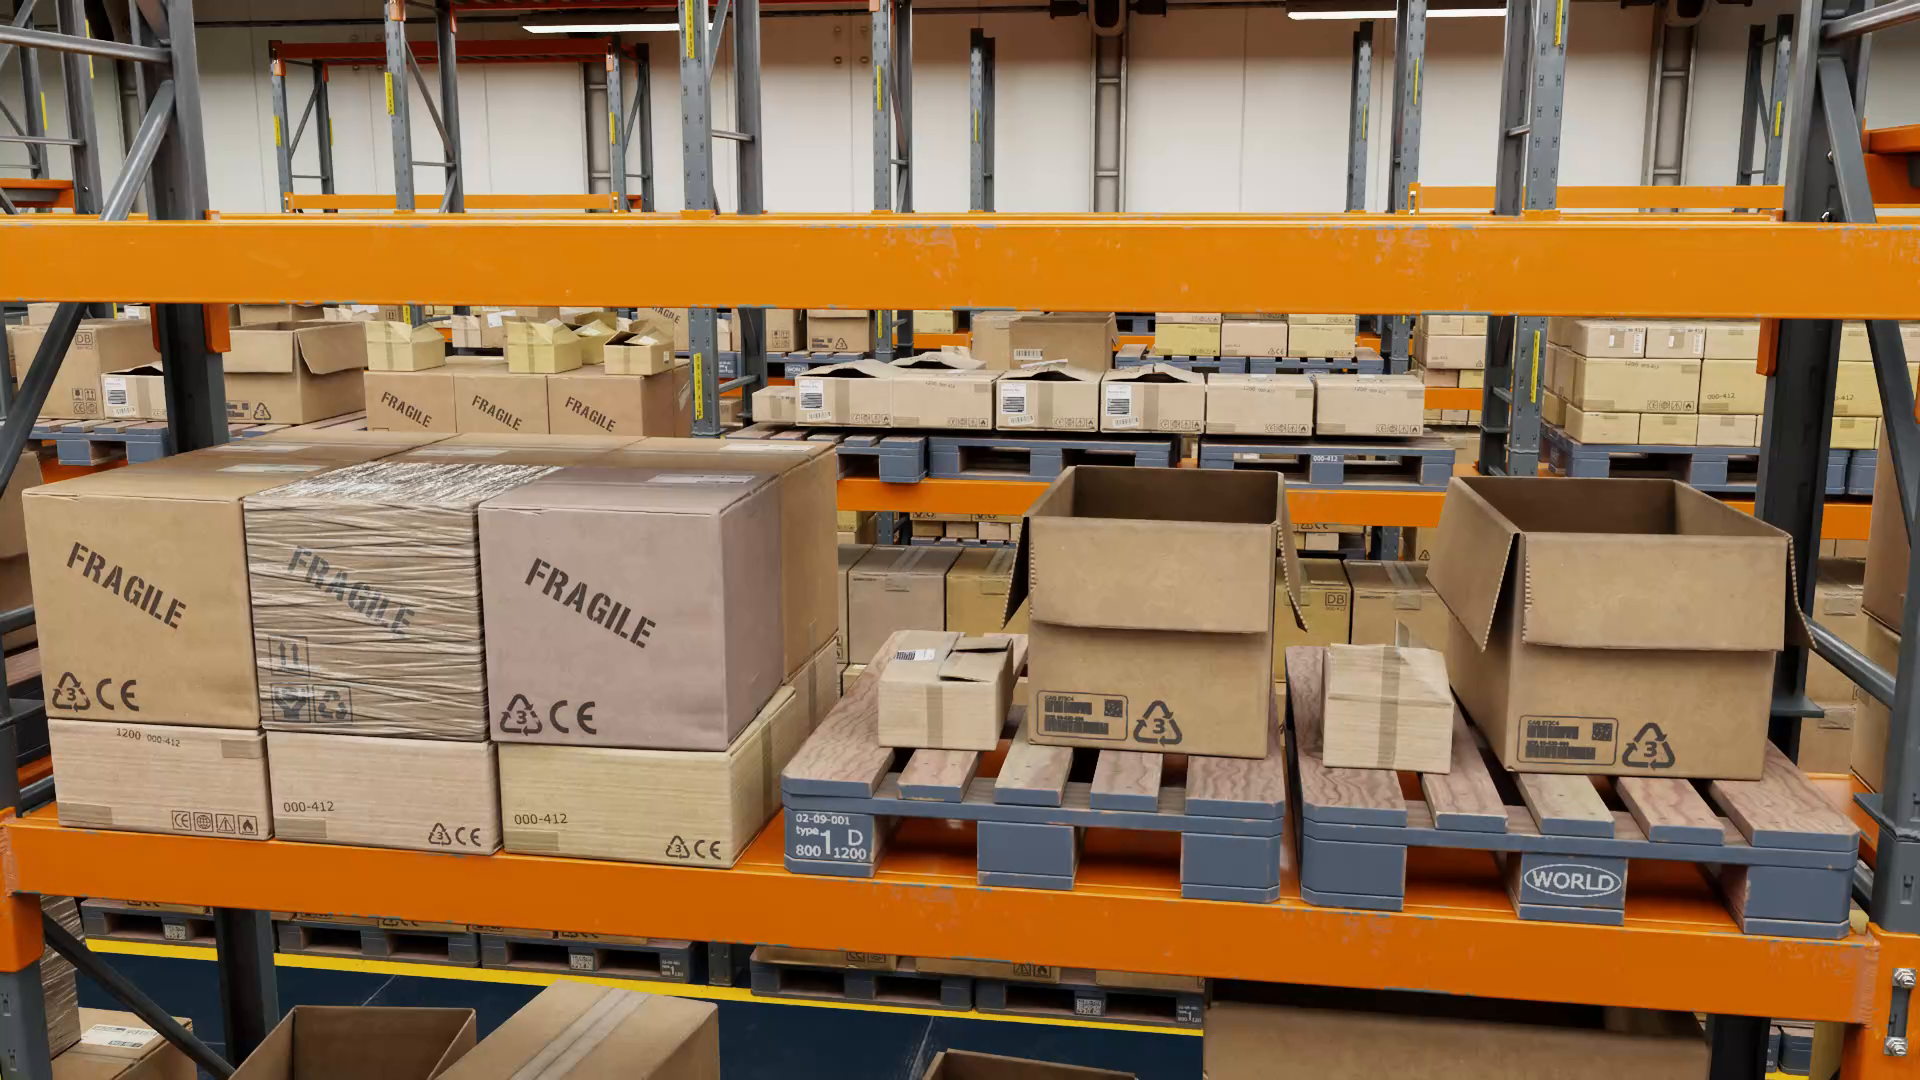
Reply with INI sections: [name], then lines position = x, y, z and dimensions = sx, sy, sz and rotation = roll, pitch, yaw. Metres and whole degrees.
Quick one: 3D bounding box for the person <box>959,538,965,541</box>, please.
[person]
position = -0.026, -0.108, 17.492
dimensions = 0.421, 1.656, 0.503
rotation = 1, 11, 4
